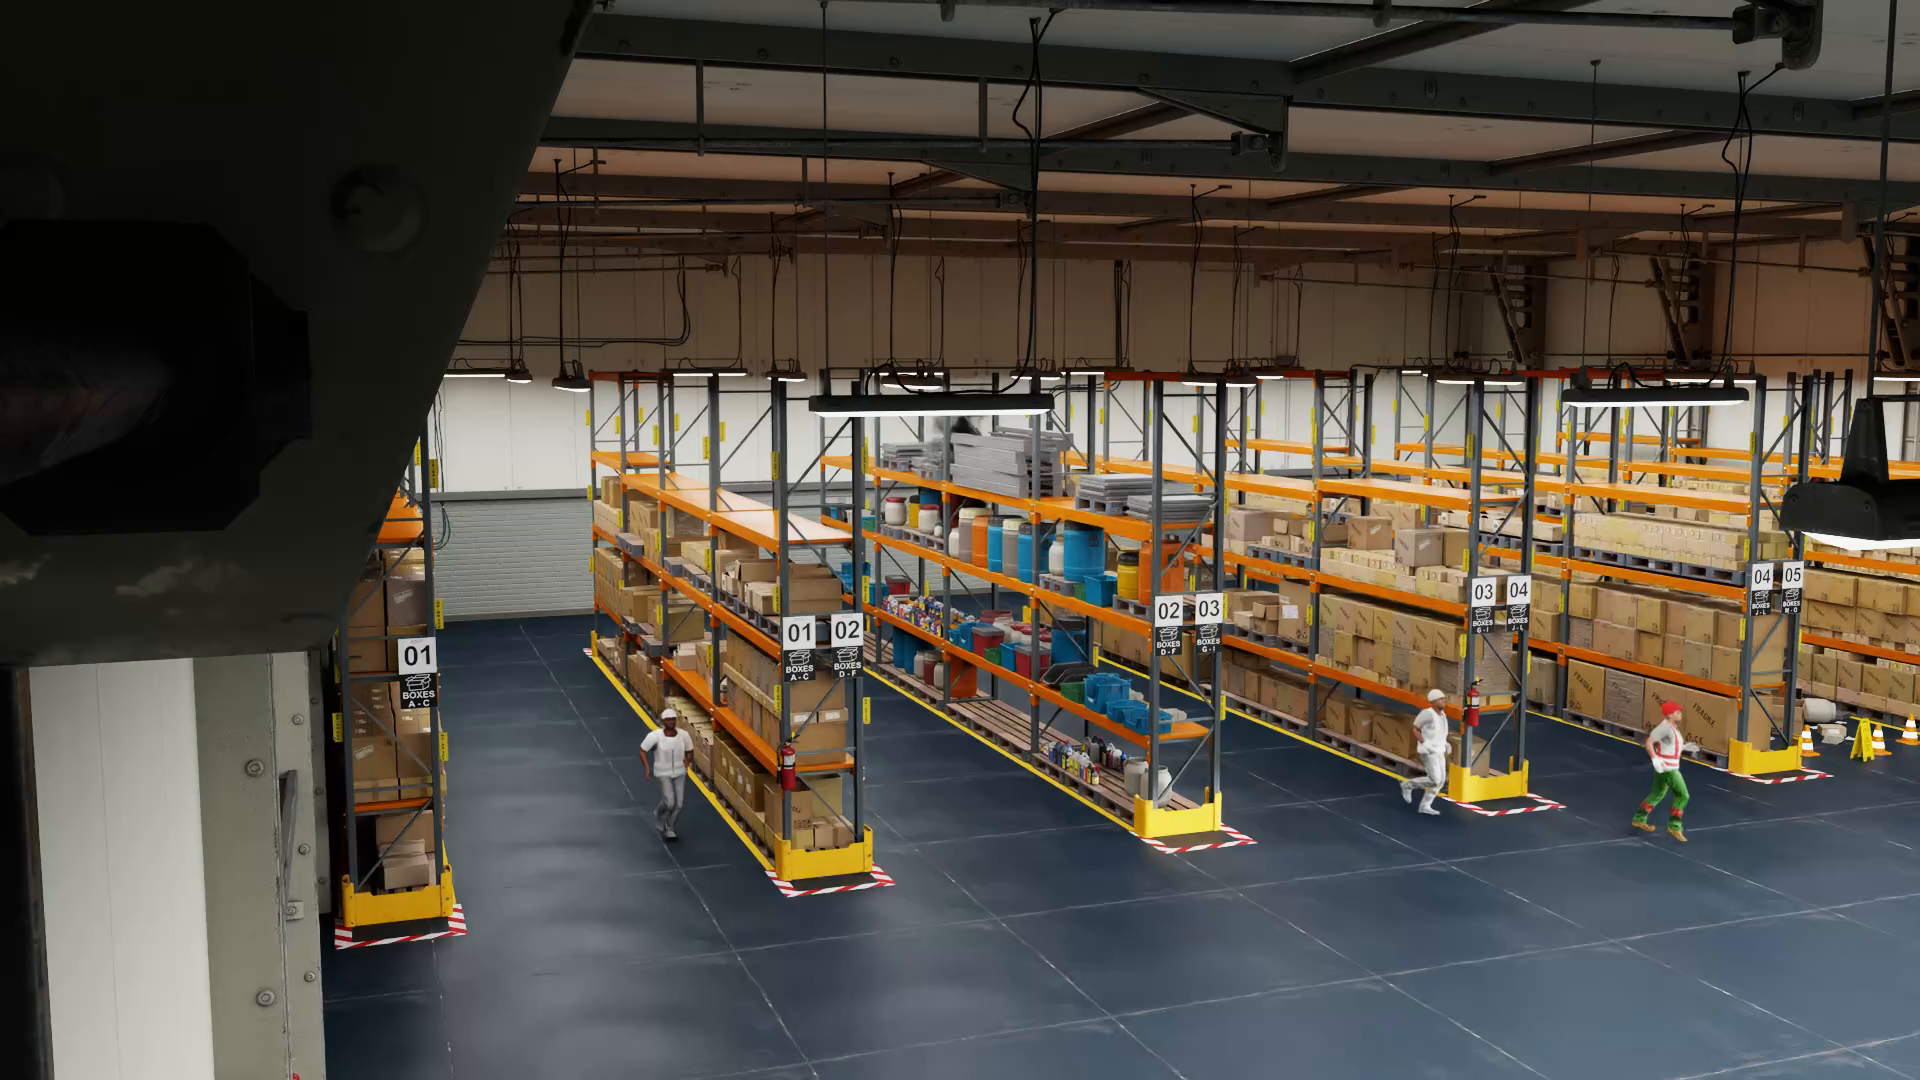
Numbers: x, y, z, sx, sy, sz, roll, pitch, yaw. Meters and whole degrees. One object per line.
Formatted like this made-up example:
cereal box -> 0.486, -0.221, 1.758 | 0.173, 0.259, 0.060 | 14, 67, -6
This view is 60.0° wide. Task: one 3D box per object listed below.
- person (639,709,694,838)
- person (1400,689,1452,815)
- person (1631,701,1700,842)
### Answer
person -> -3.765, 3.057, 21.655 | 0.691, 1.723, 0.586 | -4, 7, -29
person -> 6.497, 2.919, 23.073 | 0.599, 1.724, 0.683 | 6, 8, 41
person -> 9.266, 3.023, 21.818 | 0.787, 1.844, 0.636 | 2, 7, 20
